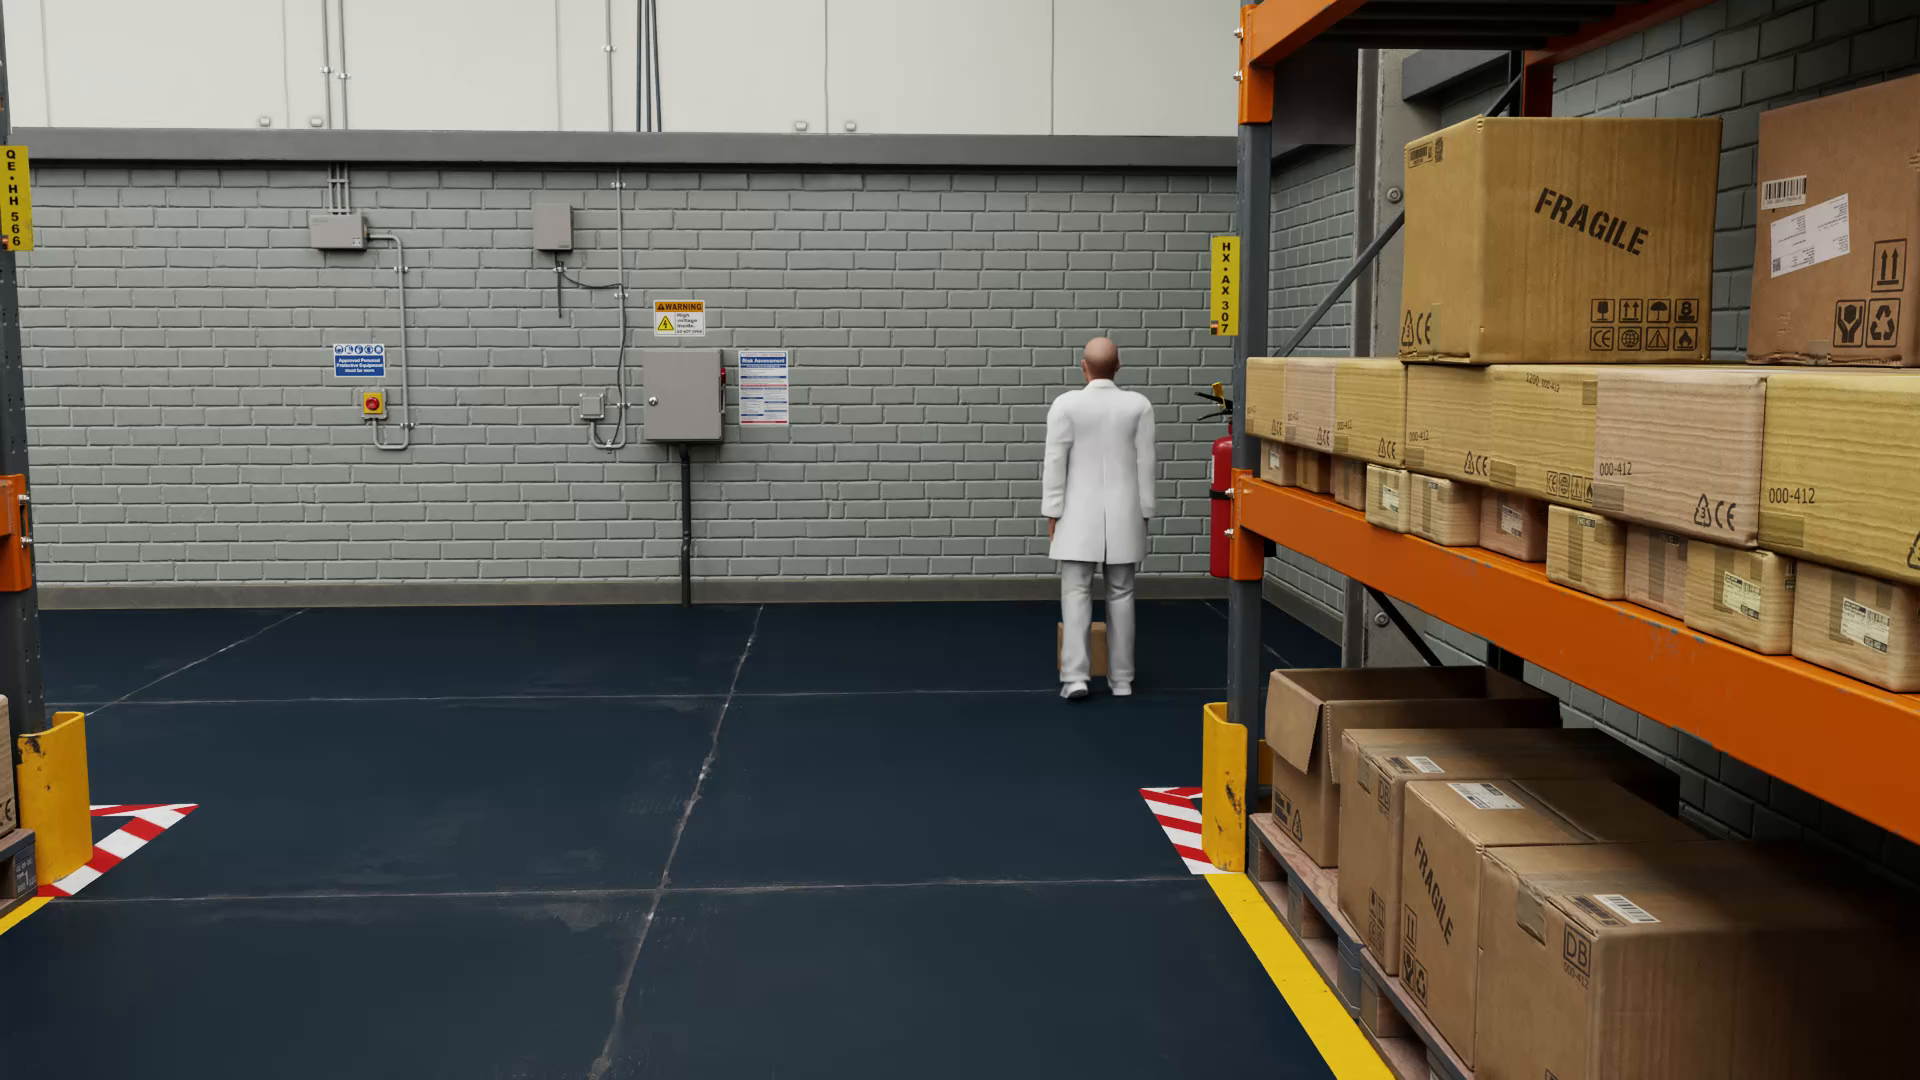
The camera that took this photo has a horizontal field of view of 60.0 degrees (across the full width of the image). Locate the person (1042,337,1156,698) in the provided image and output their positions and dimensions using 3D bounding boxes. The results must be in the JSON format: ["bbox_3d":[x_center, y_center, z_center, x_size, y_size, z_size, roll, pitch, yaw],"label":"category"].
[{"bbox_3d":[0.688,-0.079,8.266,0.573,1.848,0.480,0,7,-3],"label":"person"}]
